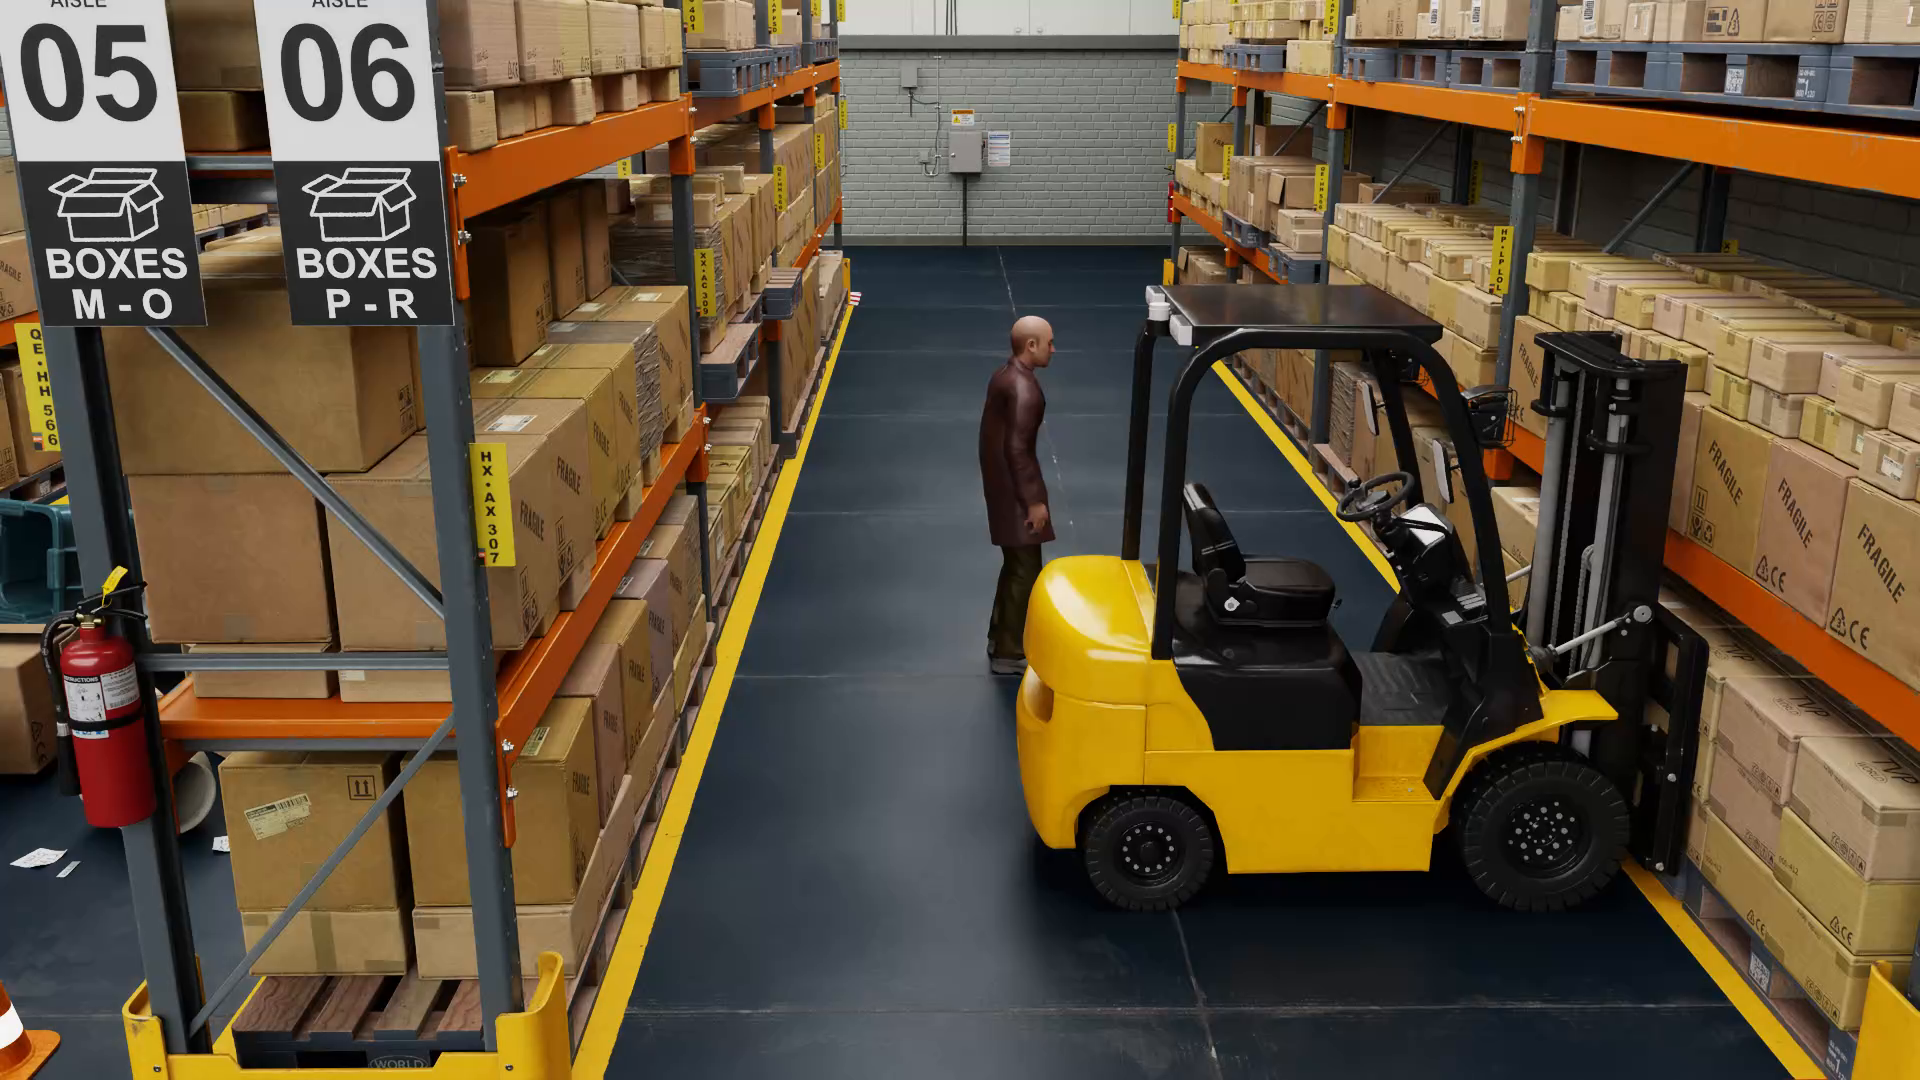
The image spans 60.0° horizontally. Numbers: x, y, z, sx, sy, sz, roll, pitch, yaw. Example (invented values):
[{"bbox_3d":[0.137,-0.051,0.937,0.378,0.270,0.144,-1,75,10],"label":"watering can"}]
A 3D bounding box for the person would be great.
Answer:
[{"bbox_3d":[0.305,-0.237,8.351,0.418,1.774,0.656,-1,17,-3],"label":"person"}]
